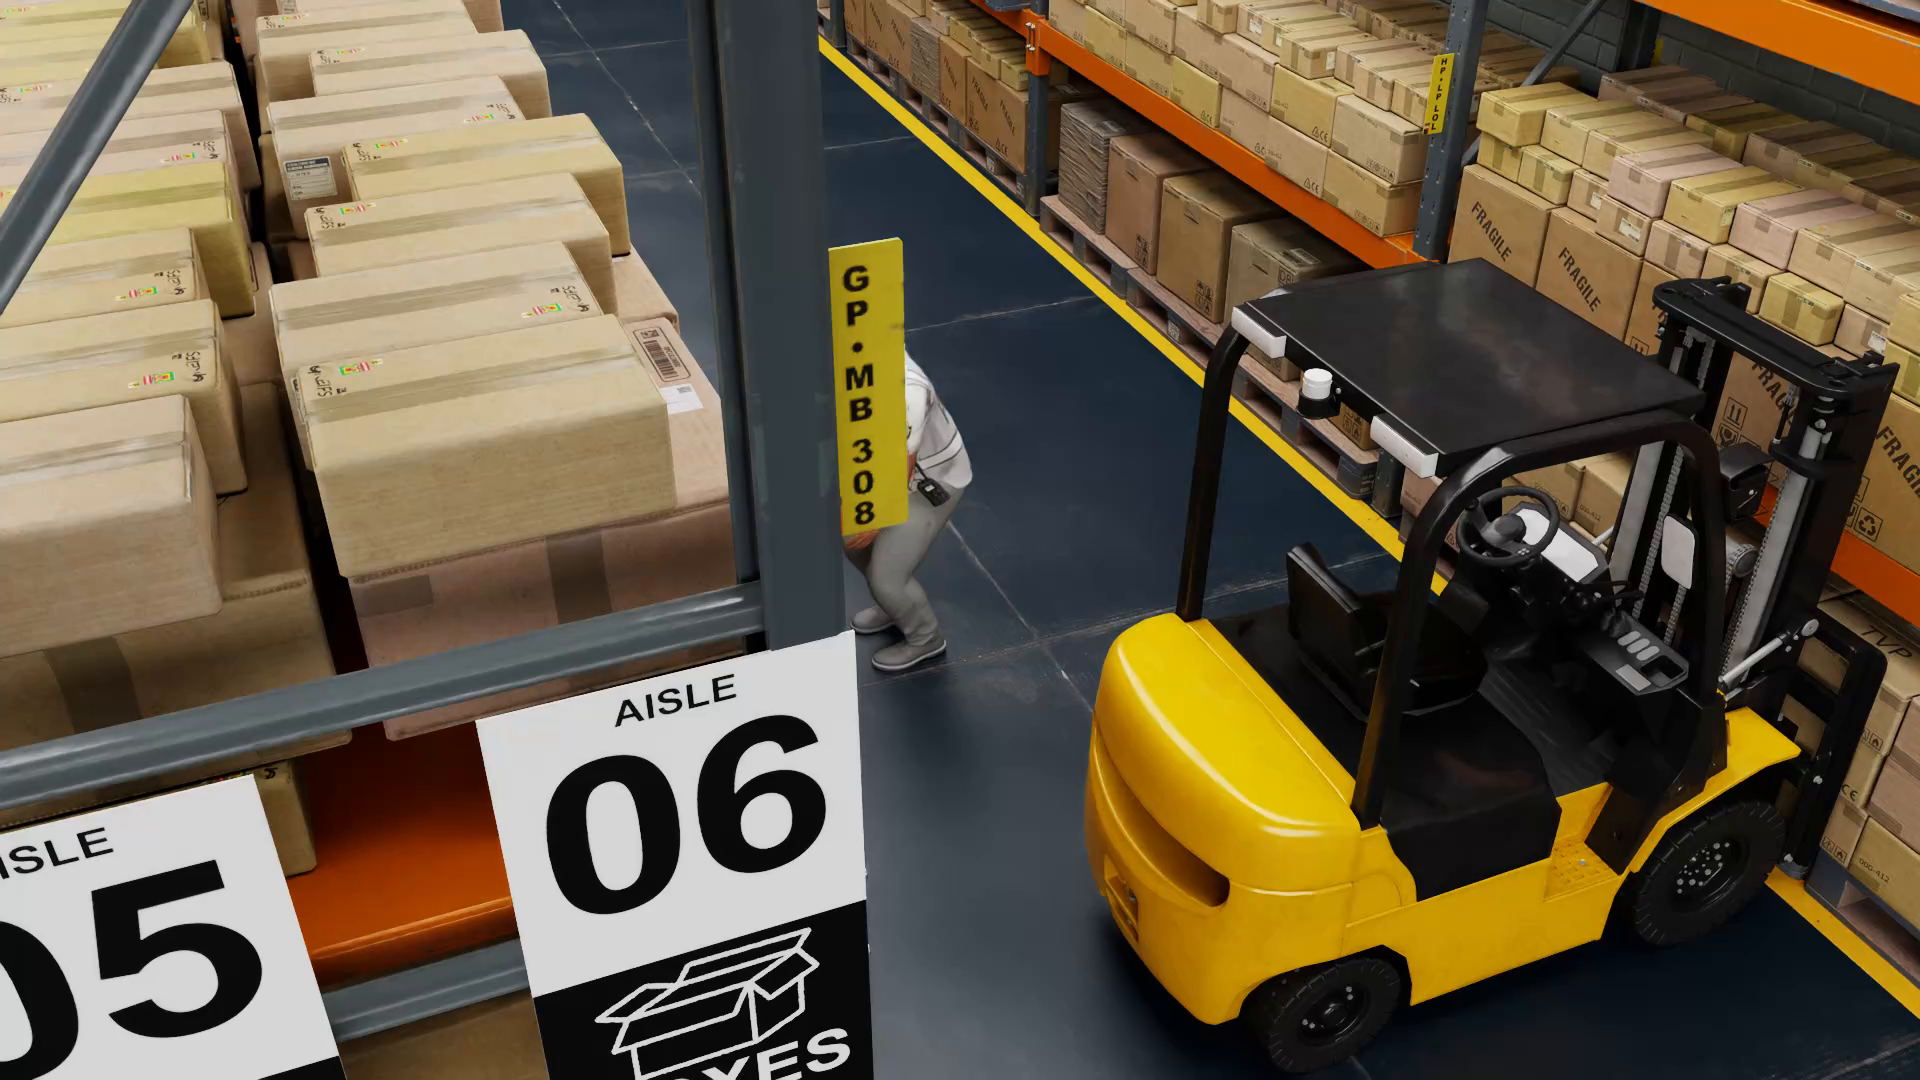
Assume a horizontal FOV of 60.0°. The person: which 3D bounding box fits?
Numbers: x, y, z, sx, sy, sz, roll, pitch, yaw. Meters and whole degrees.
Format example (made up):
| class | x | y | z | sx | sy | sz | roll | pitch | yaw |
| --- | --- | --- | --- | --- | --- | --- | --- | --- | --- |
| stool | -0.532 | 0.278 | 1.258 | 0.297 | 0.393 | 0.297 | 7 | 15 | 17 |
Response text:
| class | x | y | z | sx | sy | sz | roll | pitch | yaw |
| --- | --- | --- | --- | --- | --- | --- | --- | --- | --- |
| person | -0.280 | -0.215 | 6.618 | 0.658 | 1.594 | 0.581 | -12 | 35 | -18 |
